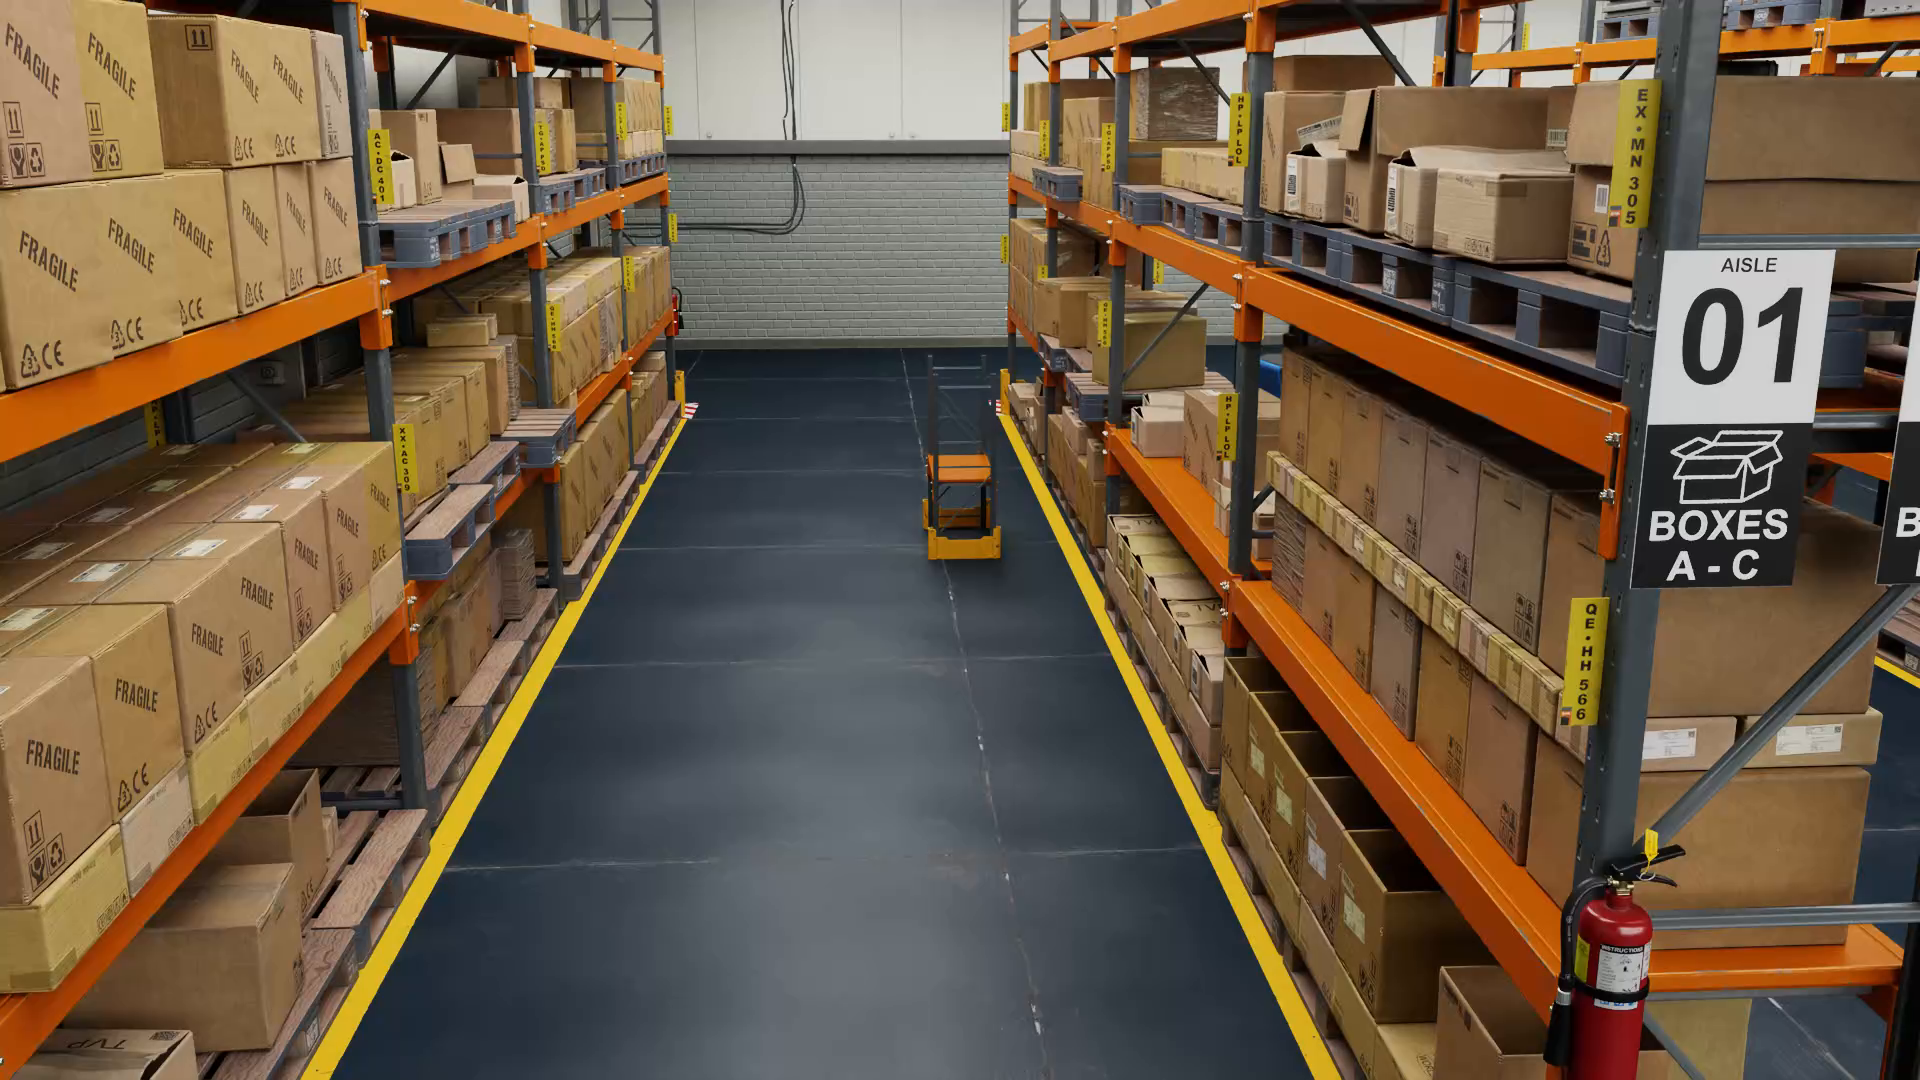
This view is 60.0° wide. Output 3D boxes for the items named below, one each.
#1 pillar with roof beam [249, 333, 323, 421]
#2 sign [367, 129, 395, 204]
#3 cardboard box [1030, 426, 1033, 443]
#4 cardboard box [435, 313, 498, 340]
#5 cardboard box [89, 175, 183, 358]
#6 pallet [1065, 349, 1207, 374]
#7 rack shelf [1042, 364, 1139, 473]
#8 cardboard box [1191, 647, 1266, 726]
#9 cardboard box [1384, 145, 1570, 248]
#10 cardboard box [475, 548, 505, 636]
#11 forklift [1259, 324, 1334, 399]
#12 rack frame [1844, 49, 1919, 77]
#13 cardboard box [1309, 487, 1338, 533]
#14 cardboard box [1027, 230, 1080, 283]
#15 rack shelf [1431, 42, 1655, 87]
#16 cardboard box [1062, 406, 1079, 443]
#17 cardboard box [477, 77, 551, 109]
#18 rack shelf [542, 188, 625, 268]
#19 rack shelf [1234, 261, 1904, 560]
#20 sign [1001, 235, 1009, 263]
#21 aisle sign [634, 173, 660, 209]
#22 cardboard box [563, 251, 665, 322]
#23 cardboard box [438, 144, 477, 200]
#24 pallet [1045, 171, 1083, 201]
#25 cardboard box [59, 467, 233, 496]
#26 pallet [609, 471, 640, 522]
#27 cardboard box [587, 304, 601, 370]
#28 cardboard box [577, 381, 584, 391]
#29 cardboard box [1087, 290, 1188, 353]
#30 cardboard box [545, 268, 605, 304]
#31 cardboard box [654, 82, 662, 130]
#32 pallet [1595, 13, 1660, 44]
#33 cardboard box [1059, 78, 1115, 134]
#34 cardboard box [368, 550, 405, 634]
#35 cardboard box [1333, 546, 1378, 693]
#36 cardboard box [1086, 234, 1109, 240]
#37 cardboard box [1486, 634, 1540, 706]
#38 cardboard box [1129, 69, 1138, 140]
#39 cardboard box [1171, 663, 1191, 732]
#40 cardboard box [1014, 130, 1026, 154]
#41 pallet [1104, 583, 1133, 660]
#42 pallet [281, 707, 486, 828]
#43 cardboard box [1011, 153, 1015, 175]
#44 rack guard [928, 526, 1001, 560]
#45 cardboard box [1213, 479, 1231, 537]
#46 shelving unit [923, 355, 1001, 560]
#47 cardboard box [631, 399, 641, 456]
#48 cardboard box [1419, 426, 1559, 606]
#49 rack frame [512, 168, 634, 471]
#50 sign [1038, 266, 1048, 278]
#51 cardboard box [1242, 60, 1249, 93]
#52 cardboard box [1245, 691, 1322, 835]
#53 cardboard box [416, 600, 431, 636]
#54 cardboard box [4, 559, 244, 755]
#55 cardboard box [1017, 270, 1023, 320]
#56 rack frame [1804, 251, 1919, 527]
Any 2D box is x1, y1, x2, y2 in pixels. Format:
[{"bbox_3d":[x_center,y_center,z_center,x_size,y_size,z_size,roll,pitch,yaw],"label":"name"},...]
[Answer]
[{"bbox_3d":[0.141,-3.579,9.877,9.100,9.000,0.400,-1,14,-3],"label":"pillar with roof beam"},{"bbox_3d":[-2.584,-1.662,7.410,0.100,0.325,0.005,-1,14,-3],"label":"sign"},{"bbox_3d":[0.922,-1.078,17.035,0.380,0.149,0.250,-1,14,-3],"label":"cardboard box"},{"bbox_3d":[-3.322,-1.434,11.195,0.380,0.149,0.250,-3,15,-11],"label":"cardboard box"},{"bbox_3d":[-2.682,-0.815,4.914,0.500,0.500,0.500,0,14,-1],"label":"cardboard box"},{"bbox_3d":[1.446,-1.412,13.879,1.003,0.211,1.213,-1,14,-3],"label":"pallet"},{"bbox_3d":[1.447,-1.170,13.998,1.077,0.370,4.000,-1,14,-3],"label":"rack shelf"},{"bbox_3d":[1.508,0.734,8.704,0.500,0.311,0.500,-1,14,-3],"label":"cardboard box"},{"bbox_3d":[1.698,-1.133,5.445,0.500,0.311,0.500,1,14,3],"label":"cardboard box"},{"bbox_3d":[-3.360,0.362,10.733,0.700,0.500,0.500,-1,14,-4],"label":"cardboard box"},{"bbox_3d":[3.789,-1.935,15.666,1.130,2.935,3.031,-4,15,-14],"label":"forklift"},{"bbox_3d":[10.963,-6.068,19.551,1.000,3.000,0.127,-1,14,-3],"label":"rack frame"},{"bbox_3d":[1.693,-0.127,6.999,0.380,0.149,0.250,-1,14,-4],"label":"cardboard box"},{"bbox_3d":[0.968,-2.923,17.160,0.500,0.500,0.500,-1,14,-3],"label":"cardboard box"},{"bbox_3d":[6.143,-4.952,17.460,1.077,0.370,4.000,-1,14,-3],"label":"rack shelf"},{"bbox_3d":[1.172,-1.009,14.556,0.500,0.250,0.500,-1,14,-3],"label":"cardboard box"},{"bbox_3d":[-3.648,-3.658,13.615,0.500,0.250,0.500,-1,14,-5],"label":"cardboard box"},{"bbox_3d":[-3.497,-2.545,13.323,1.077,0.370,4.000,-1,14,-3],"label":"rack shelf"},{"bbox_3d":[1.943,-0.633,5.892,1.077,0.370,4.000,-1,14,-3],"label":"rack shelf"},{"bbox_3d":[0.534,-3.422,19.567,0.100,0.325,0.005,-1,14,-3],"label":"sign"},{"bbox_3d":[-3.574,-4.215,19.171,0.394,0.787,0.004,-1,14,-3],"label":"aisle sign"},{"bbox_3d":[-3.771,-2.771,18.175,0.980,0.700,0.700,-1,14,-4],"label":"cardboard box"},{"bbox_3d":[-3.385,-2.132,10.027,0.797,0.503,0.637,1,14,4],"label":"cardboard box"},{"bbox_3d":[1.361,-2.956,13.854,1.213,0.211,1.003,-1,14,-3],"label":"pallet"},{"bbox_3d":[-3.276,0.000,6.764,0.500,0.500,0.500,-1,14,-4],"label":"cardboard box"},{"bbox_3d":[-3.498,-0.397,15.147,1.003,0.211,1.213,-1,14,-3],"label":"pallet"},{"bbox_3d":[-3.240,-1.654,13.597,0.500,0.500,0.500,0,14,-2],"label":"cardboard box"},{"bbox_3d":[-3.268,-1.299,13.517,0.380,0.149,0.250,-1,14,-3],"label":"cardboard box"},{"bbox_3d":[1.494,-1.829,14.073,0.700,0.500,0.500,-5,15,-18],"label":"cardboard box"},{"bbox_3d":[-3.283,-2.137,13.971,0.500,0.250,0.500,-1,14,-2],"label":"cardboard box"},{"bbox_3d":[-3.551,-4.751,18.203,0.500,0.500,0.500,-1,14,-4],"label":"cardboard box"},{"bbox_3d":[6.349,-4.506,14.663,1.003,0.211,1.213,-1,14,-3],"label":"pallet"},{"bbox_3d":[1.255,-4.122,15.799,0.700,0.500,0.500,-1,14,-3],"label":"cardboard box"},{"bbox_3d":[-2.793,0.227,7.385,0.500,0.250,0.500,-1,14,-3],"label":"cardboard box"},{"bbox_3d":[1.919,0.291,6.673,0.700,0.500,0.500,-1,14,-3],"label":"cardboard box"},{"bbox_3d":[1.542,-2.798,16.676,0.500,0.500,0.500,-1,14,-5],"label":"cardboard box"},{"bbox_3d":[1.819,0.385,5.007,0.380,0.149,0.250,-1,14,-4],"label":"cardboard box"},{"bbox_3d":[1.519,-3.242,12.379,0.500,0.500,0.500,-1,14,-3],"label":"cardboard box"},{"bbox_3d":[1.474,0.877,9.272,0.500,0.250,0.500,-1,14,-4],"label":"cardboard box"},{"bbox_3d":[0.871,-4.377,18.295,0.500,0.250,0.500,-1,14,-3],"label":"cardboard box"},{"bbox_3d":[1.583,0.535,11.525,1.003,0.211,1.213,-1,14,-3],"label":"pallet"},{"bbox_3d":[-3.175,1.208,8.908,1.003,0.211,1.213,-1,14,-3],"label":"pallet"},{"bbox_3d":[0.853,-4.259,18.841,0.500,0.250,0.500,-1,14,-3],"label":"cardboard box"},{"bbox_3d":[0.036,0.022,13.440,0.587,0.250,0.087,-1,14,-3],"label":"rack guard"},{"bbox_3d":[1.581,-0.177,8.964,0.396,0.266,0.258,-1,14,-5],"label":"cardboard box"},{"bbox_3d":[0.005,-0.707,13.766,0.587,1.500,1.083,-1,14,-3],"label":"shelving unit"},{"bbox_3d":[-3.565,-1.119,16.529,0.700,0.500,0.500,-1,14,-3],"label":"cardboard box"},{"bbox_3d":[1.977,-0.094,5.567,0.700,0.500,0.500,-1,14,-3],"label":"cardboard box"},{"bbox_3d":[-3.621,-1.939,15.541,1.000,3.000,0.127,-1,14,-3],"label":"rack frame"},{"bbox_3d":[0.782,-2.425,15.694,0.100,0.325,0.005,-1,14,-3],"label":"sign"},{"bbox_3d":[1.762,-2.268,8.756,0.500,0.500,0.500,1,14,2],"label":"cardboard box"},{"bbox_3d":[1.574,0.983,7.356,0.500,0.500,0.500,-1,14,-3],"label":"cardboard box"},{"bbox_3d":[-3.218,0.393,9.107,0.500,0.250,0.500,-1,14,-5],"label":"cardboard box"},{"bbox_3d":[-2.653,0.371,5.322,0.500,0.500,0.500,-1,14,-5],"label":"cardboard box"},{"bbox_3d":[0.905,-2.692,18.267,0.500,0.500,0.500,-1,14,-4],"label":"cardboard box"},{"bbox_3d":[6.515,-1.097,12.269,1.000,3.000,0.127,-1,14,-3],"label":"rack frame"}]
